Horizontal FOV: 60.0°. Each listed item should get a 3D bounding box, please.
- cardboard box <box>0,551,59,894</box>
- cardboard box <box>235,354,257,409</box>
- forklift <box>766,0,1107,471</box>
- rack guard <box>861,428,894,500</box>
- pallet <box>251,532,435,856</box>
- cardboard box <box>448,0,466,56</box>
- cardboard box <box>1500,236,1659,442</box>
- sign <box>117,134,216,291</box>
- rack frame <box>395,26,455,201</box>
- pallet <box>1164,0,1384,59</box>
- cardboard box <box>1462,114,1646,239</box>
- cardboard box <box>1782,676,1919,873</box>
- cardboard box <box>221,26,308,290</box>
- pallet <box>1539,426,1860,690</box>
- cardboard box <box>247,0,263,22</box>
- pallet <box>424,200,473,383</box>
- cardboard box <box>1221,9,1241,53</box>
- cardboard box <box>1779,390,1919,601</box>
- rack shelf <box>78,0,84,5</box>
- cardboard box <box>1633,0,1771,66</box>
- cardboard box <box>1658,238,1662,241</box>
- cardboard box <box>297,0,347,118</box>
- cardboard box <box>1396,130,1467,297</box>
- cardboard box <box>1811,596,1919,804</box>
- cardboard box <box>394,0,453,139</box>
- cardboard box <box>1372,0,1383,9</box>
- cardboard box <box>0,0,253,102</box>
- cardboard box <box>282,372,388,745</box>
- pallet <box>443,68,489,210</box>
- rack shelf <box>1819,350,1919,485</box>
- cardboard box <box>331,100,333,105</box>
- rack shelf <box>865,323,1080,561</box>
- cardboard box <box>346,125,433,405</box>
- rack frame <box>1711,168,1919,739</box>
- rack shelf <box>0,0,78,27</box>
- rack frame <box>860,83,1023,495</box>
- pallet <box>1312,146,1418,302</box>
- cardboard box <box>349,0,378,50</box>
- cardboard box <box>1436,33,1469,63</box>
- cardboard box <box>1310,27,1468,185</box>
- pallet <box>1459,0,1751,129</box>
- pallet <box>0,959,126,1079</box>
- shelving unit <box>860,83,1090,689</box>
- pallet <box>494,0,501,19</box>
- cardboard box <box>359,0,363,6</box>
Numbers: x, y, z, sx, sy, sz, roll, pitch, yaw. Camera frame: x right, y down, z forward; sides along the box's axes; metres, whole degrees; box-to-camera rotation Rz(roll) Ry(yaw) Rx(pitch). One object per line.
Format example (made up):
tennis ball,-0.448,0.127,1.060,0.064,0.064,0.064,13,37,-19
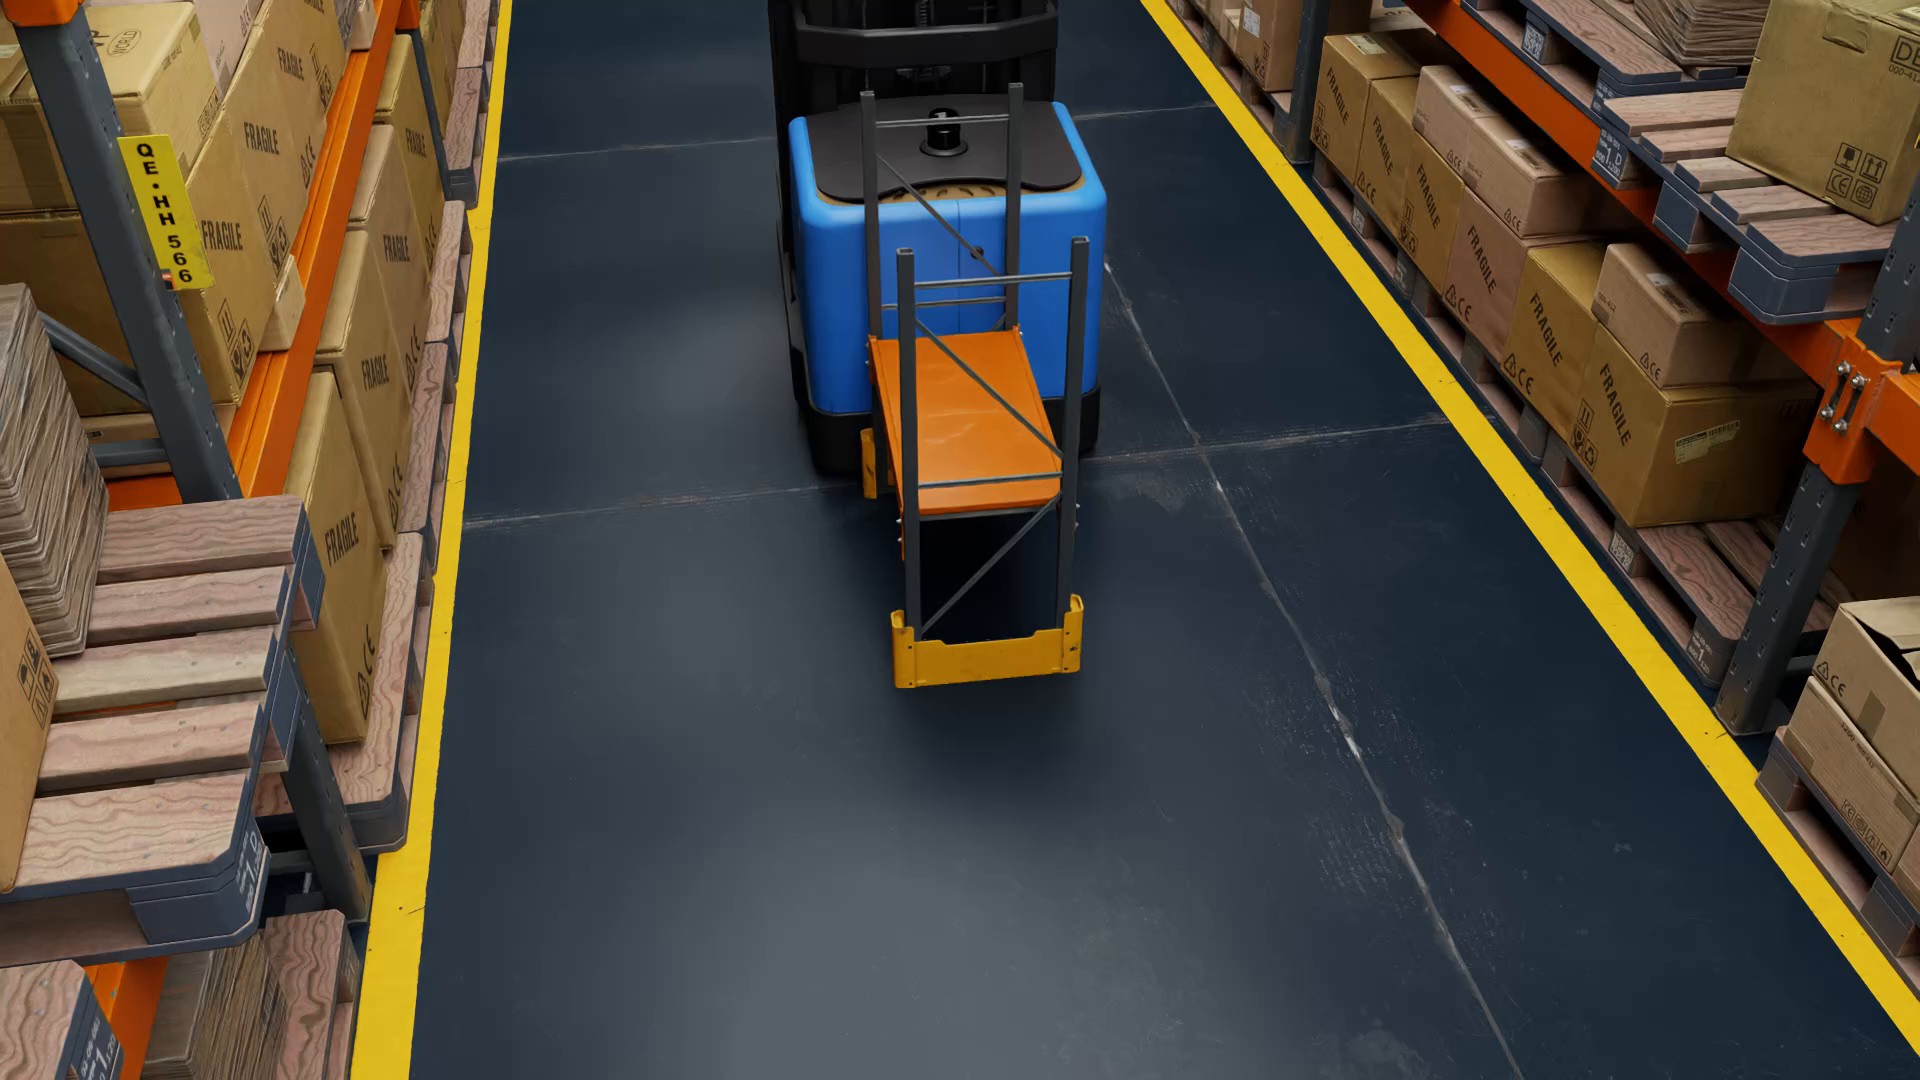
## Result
cardboard box,-1.863,0.260,2.530,0.700,0.500,0.500,-10,39,-12
cardboard box,-1.945,-0.430,4.046,0.380,0.149,0.250,-6,38,-7
forklift,-0.211,-2.302,6.324,1.130,2.935,3.031,-5,38,-6
rack guard,-0.055,-0.291,5.920,0.587,0.250,0.087,-5,38,-6
pallet,-2.144,0.473,4.969,1.003,0.211,1.213,-6,38,-8
cardboard box,-2.984,-2.815,8.624,0.700,0.500,0.500,-5,38,-7
cardboard box,2.311,-0.718,5.908,0.500,0.500,0.500,-8,38,-10
sign,-1.548,-0.634,3.242,0.100,0.325,0.005,-6,38,-8
rack frame,-2.781,-2.560,6.600,1.000,3.000,0.127,-6,38,-8
pallet,1.758,-3.147,9.629,1.003,0.211,1.213,-6,38,-8
cardboard box,2.204,-1.352,6.114,0.500,0.250,0.500,-7,38,-9
cardboard box,2.599,0.589,4.446,0.500,0.250,0.500,-6,38,-8
cardboard box,-1.996,-0.947,4.184,0.500,0.500,0.500,-5,38,-6
pallet,2.703,-0.033,5.620,1.003,0.211,1.213,-6,38,-8
cardboard box,-2.092,-1.533,4.327,0.500,0.250,0.500,-6,38,-8
pallet,-2.572,-1.001,6.866,1.003,0.211,1.213,-6,38,-8
cardboard box,1.591,-2.677,8.715,0.380,0.149,0.250,-6,38,-8
cardboard box,2.998,-0.171,5.204,0.500,0.500,0.500,-5,38,-6
rack shelf,-2.431,-2.252,4.346,1.077,0.370,4.000,-6,38,-8
cardboard box,2.602,-1.826,5.231,0.700,0.500,0.500,0,38,1
cardboard box,2.817,-0.790,6.001,0.500,0.500,0.500,-7,38,-9
cardboard box,-2.181,-1.561,4.973,0.500,0.500,0.500,-5,38,-7
cardboard box,2.125,-1.340,6.708,0.500,0.500,0.500,-6,38,-7
cardboard box,2.599,0.367,4.274,0.500,0.311,0.500,-5,38,-6
cardboard box,-2.812,-2.201,7.834,0.700,0.500,0.500,-6,38,-7
cardboard box,2.073,-2.948,9.051,0.380,0.166,0.250,-6,38,-8
cardboard box,-2.001,-1.231,3.939,0.500,0.250,0.500,-7,38,-9
cardboard box,-2.080,0.081,4.611,0.750,0.750,0.750,-7,38,-9
pallet,-2.838,-1.926,8.058,1.003,0.211,1.213,-6,38,-8
rack shelf,3.147,0.813,2.845,1.077,0.370,4.000,-6,38,-8
cardboard box,-2.264,-1.523,5.454,0.380,0.149,0.250,-7,38,-9
rack shelf,0.016,-0.334,5.251,0.538,0.185,1.000,-5,38,-6
cardboard box,-2.381,-0.962,5.953,0.750,0.750,0.750,-5,38,-7
rack frame,2.796,-0.679,4.179,1.000,3.000,0.127,-6,38,-8
rack shelf,-1.729,0.164,1.236,1.077,0.370,4.000,-6,38,-8
rack frame,-0.055,-0.785,5.538,0.500,1.500,0.032,-5,38,-6
pallet,2.275,-1.507,7.517,1.003,0.211,1.213,-6,38,-8
cardboard box,-2.271,-1.830,5.850,0.380,0.149,0.250,-6,38,-8
cardboard box,2.464,-2.014,7.577,0.500,0.500,0.500,-6,38,-8
cardboard box,1.940,-1.963,7.511,0.500,0.500,0.500,-8,39,-10
pallet,2.451,-1.777,5.749,1.003,0.211,1.213,-6,38,-8
pallet,-1.693,1.123,2.016,1.003,0.211,1.213,-6,38,-8
shelving unit,0.014,-0.482,5.147,0.587,1.500,1.083,-5,38,-6
pallet,-3.265,-3.400,9.955,1.003,0.211,1.213,-6,38,-8
cardboard box,-2.353,-2.166,5.753,0.500,0.500,0.500,-6,38,-8
